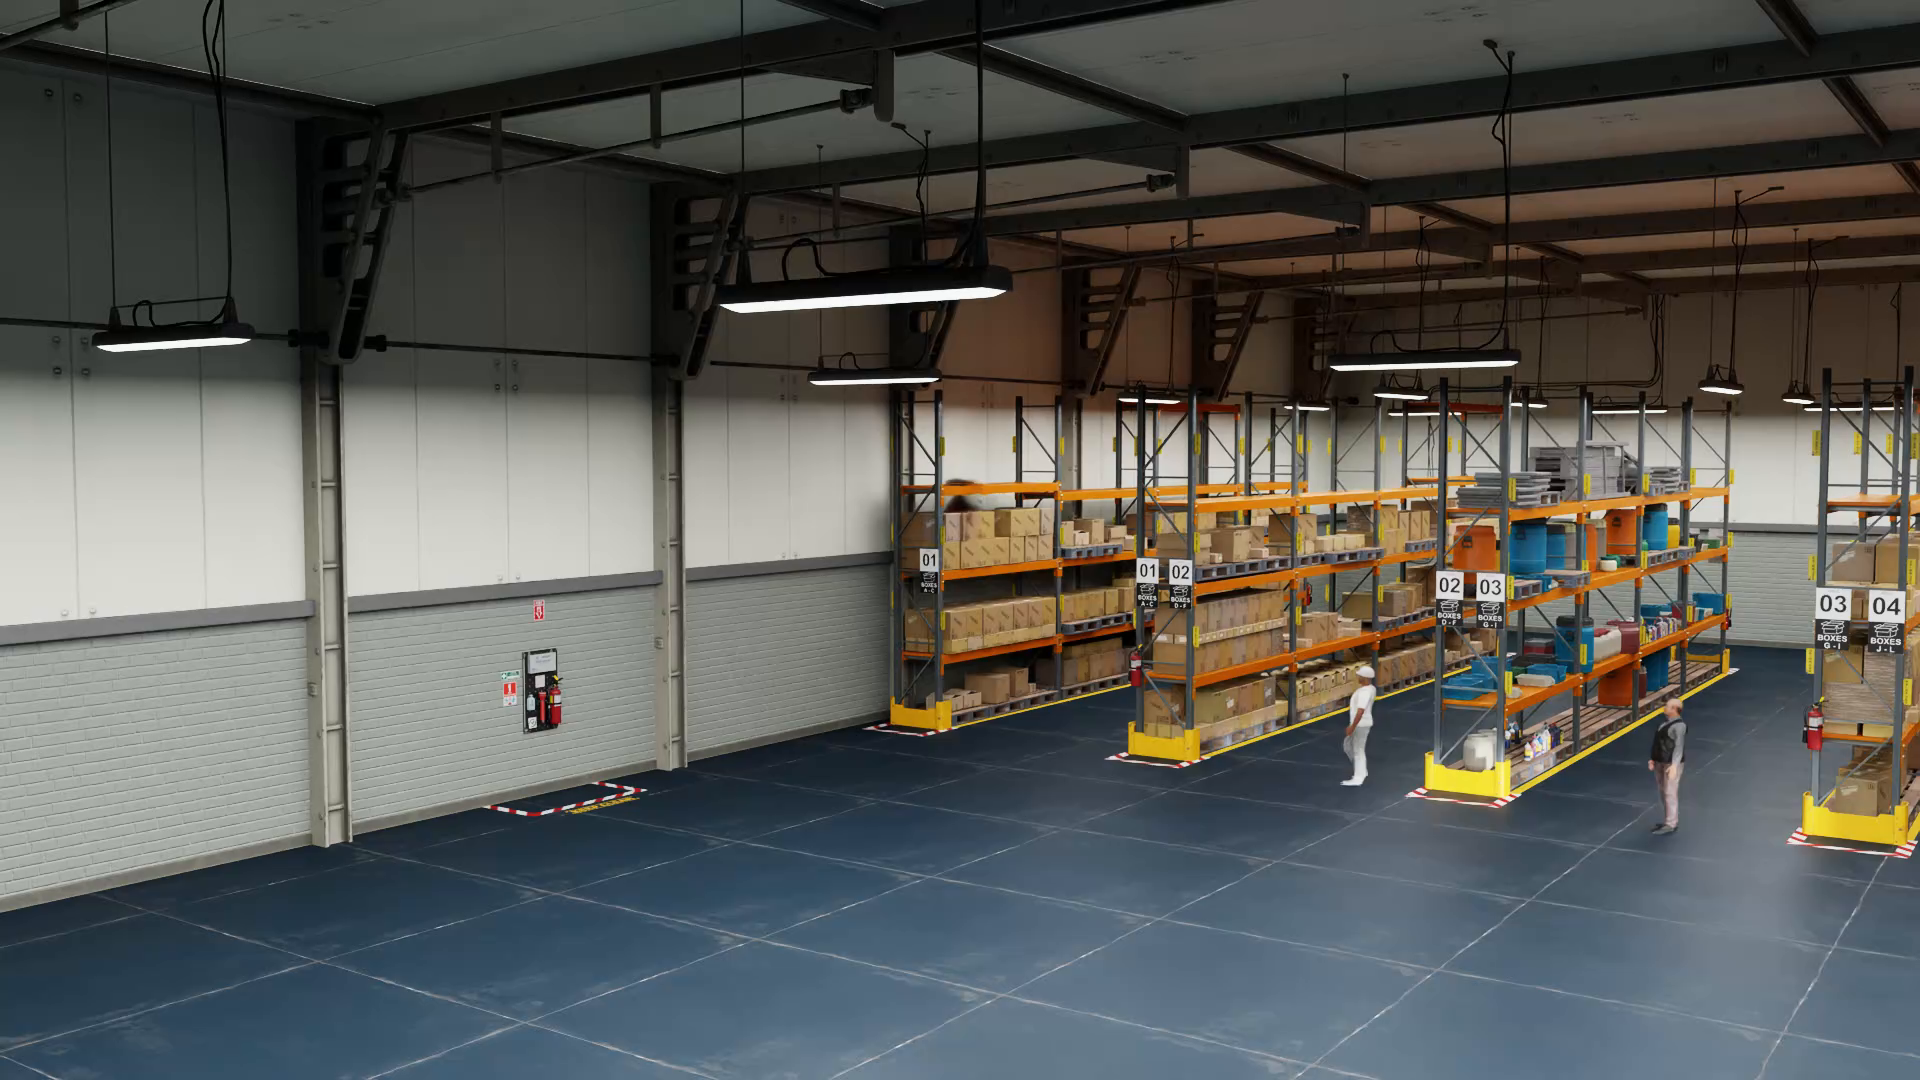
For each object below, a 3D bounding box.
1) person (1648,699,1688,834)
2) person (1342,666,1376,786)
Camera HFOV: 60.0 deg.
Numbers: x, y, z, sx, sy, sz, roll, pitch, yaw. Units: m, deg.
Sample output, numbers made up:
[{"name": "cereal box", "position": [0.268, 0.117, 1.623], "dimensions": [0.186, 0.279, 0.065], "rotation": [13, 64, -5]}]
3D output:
[{"name": "person", "position": [9.203, 2.933, 21.648], "dimensions": [0.522, 1.733, 0.547], "rotation": [-1, 3, -18]}, {"name": "person", "position": [5.905, 2.760, 24.588], "dimensions": [0.511, 1.805, 0.602], "rotation": [0, 3, 3]}]
